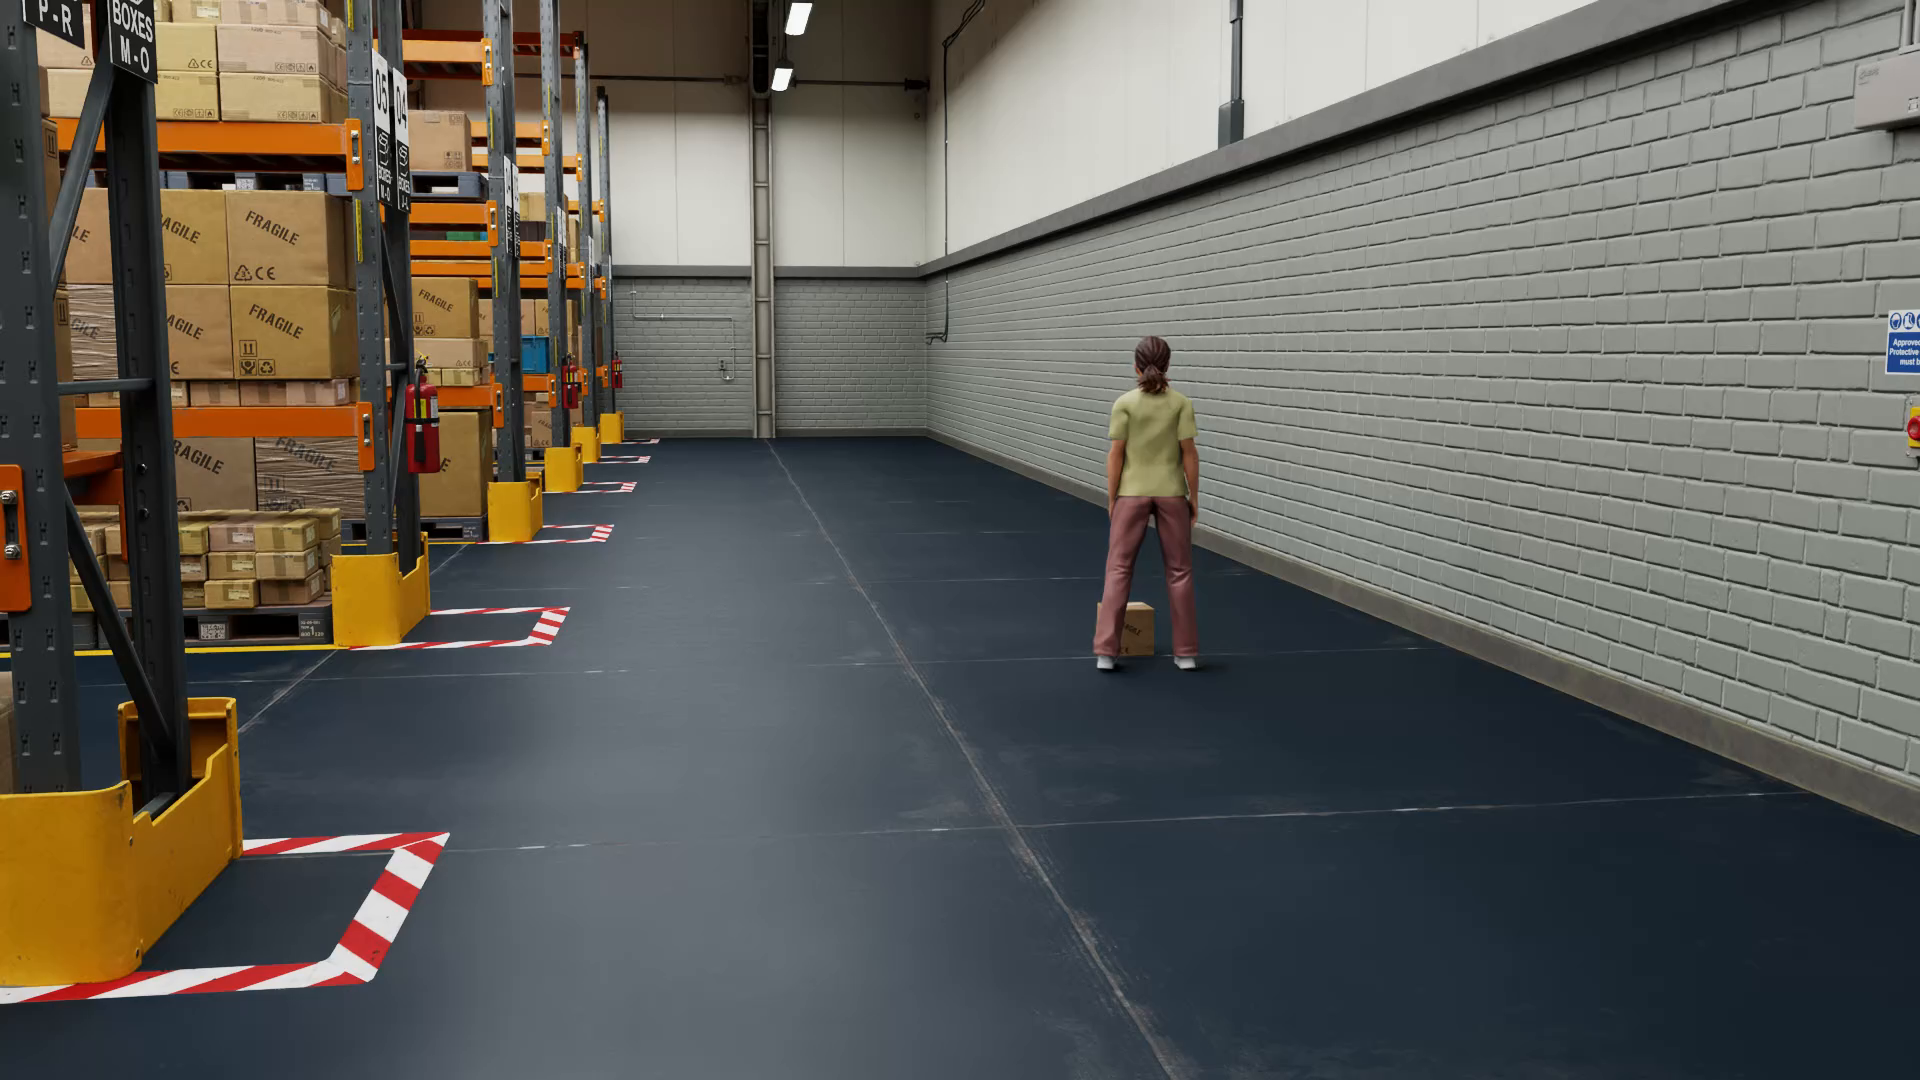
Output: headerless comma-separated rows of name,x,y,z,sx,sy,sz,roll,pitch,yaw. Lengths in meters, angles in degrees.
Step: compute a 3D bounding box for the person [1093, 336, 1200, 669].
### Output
person,0.943,-0.182,8.354,0.540,1.676,0.402,0,7,2
